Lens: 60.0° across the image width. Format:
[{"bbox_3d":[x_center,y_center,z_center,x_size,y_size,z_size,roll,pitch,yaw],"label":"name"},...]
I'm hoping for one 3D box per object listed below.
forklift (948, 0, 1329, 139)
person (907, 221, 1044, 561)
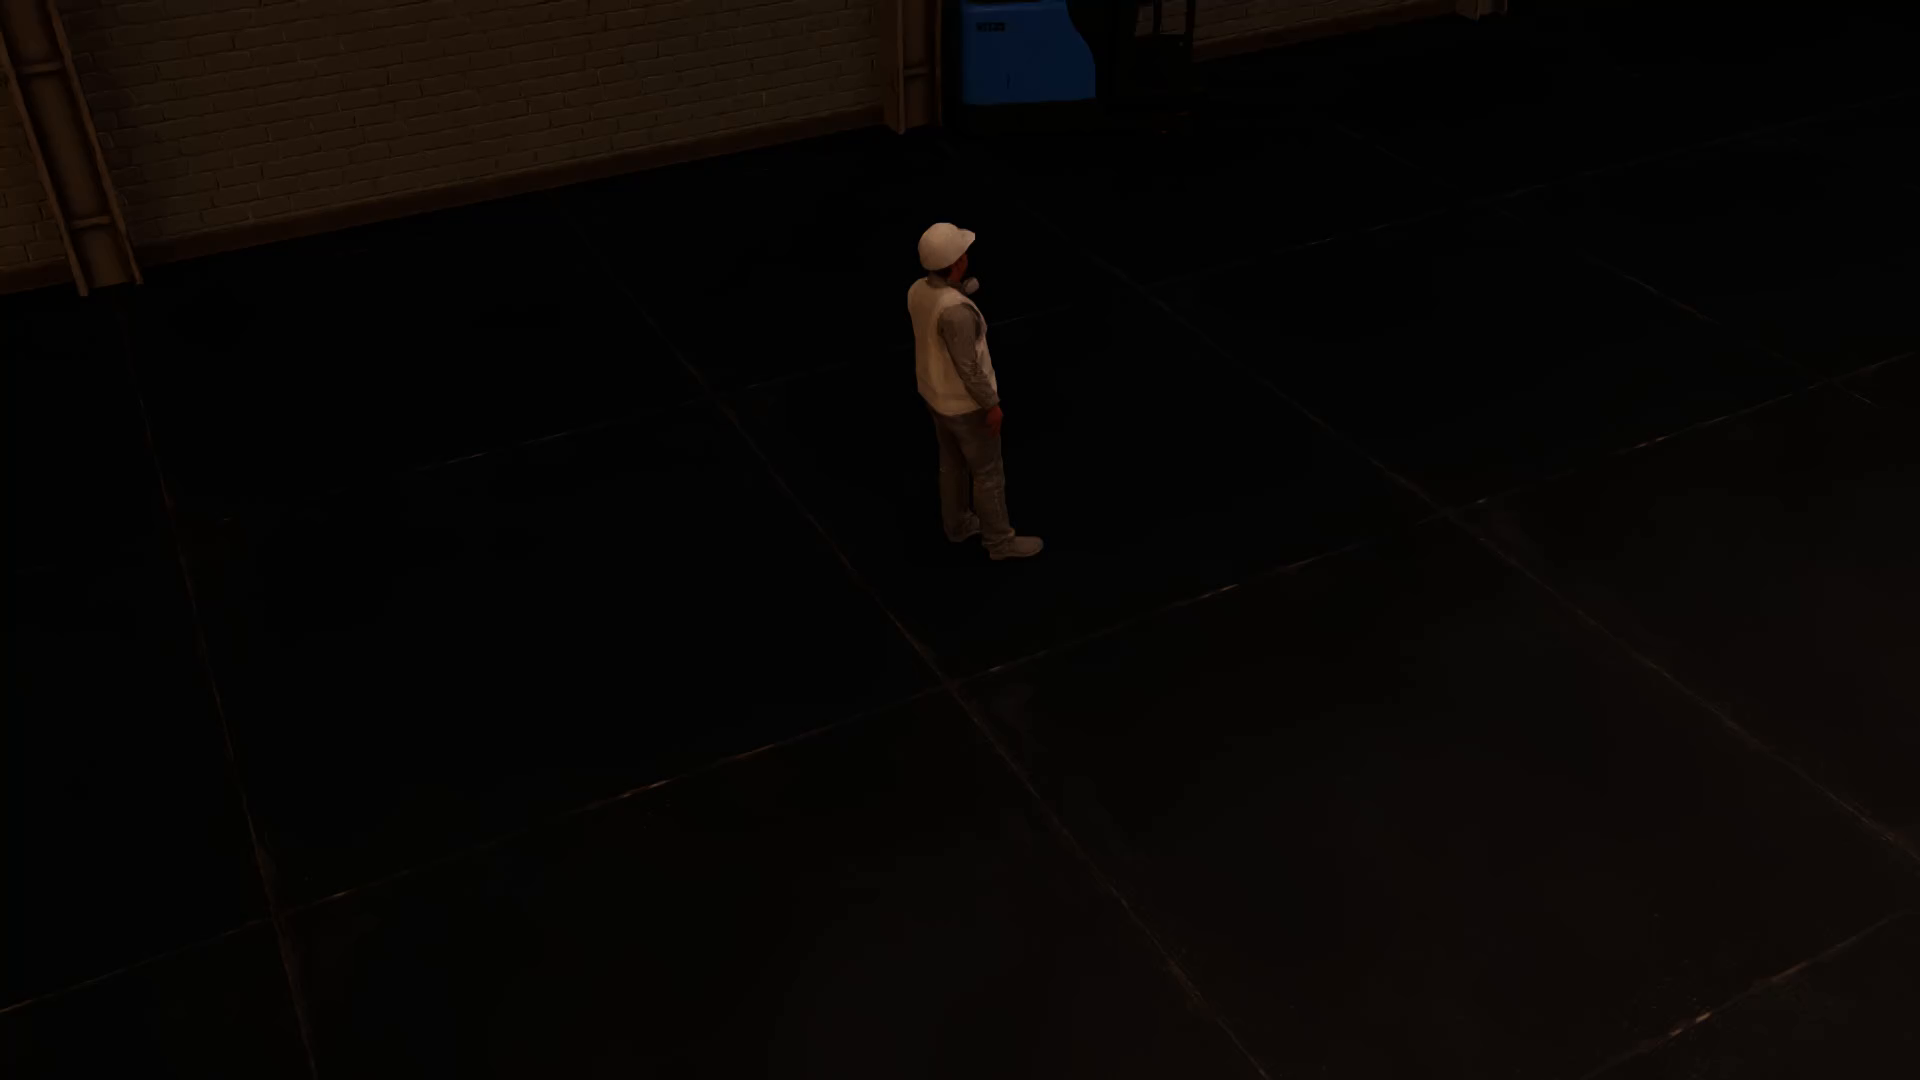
[{"bbox_3d":[1.436,-4.724,12.805,3.031,2.935,1.130,-5,36,-7],"label":"forklift"},{"bbox_3d":[0.059,-0.743,8.164,0.567,1.773,0.632,-17,39,-23],"label":"person"}]
